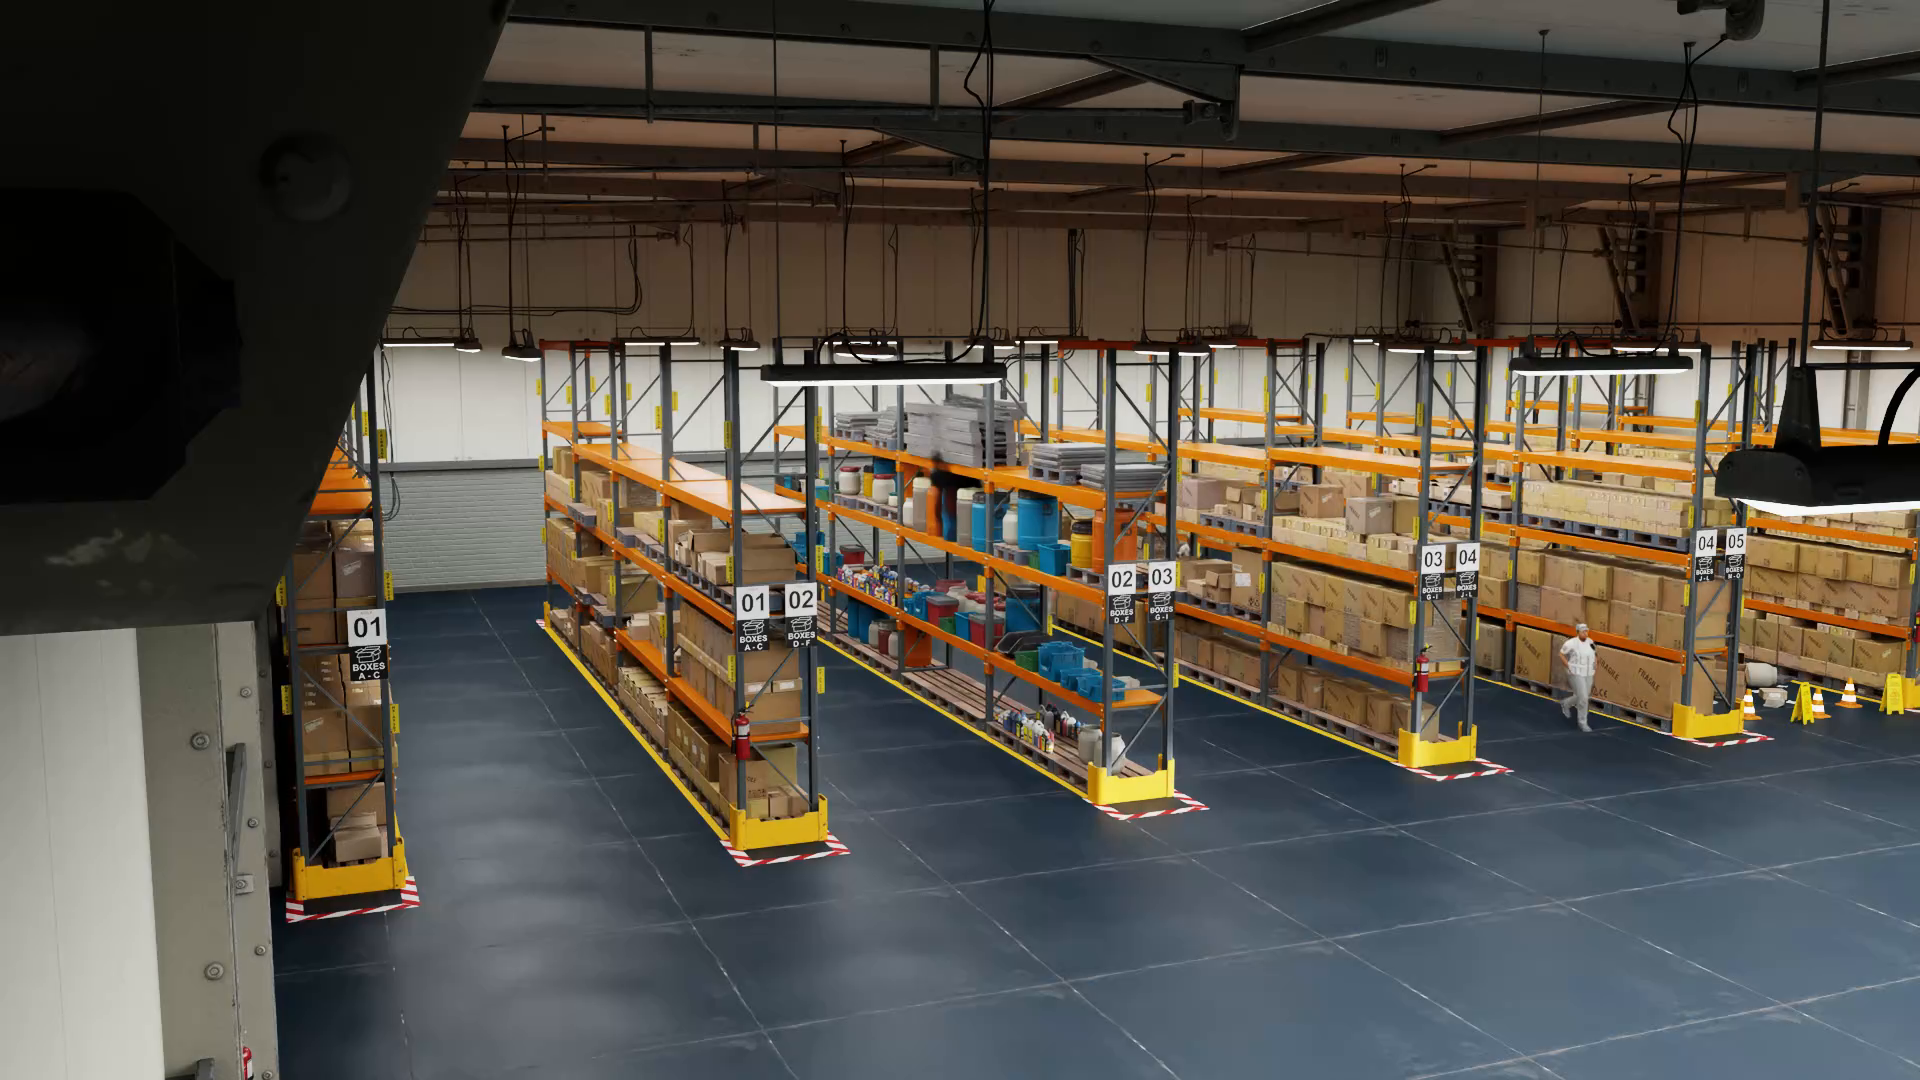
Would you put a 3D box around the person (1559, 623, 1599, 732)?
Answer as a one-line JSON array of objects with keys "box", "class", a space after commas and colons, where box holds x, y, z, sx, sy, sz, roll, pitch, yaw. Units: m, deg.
[{"box": [9.745, 2.126, 26.180, 0.595, 1.673, 0.808, -2, 8, -17], "class": "person"}]

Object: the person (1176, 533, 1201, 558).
[{"box": [5.188, 0.662, 37.233, 0.559, 1.667, 0.583, -3, 8, -20], "class": "person"}]

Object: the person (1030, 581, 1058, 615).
[{"box": [1.636, 1.296, 32.377, 0.560, 1.627, 0.672, -2, 8, -16], "class": "person"}]

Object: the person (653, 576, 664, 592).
[{"box": [-6.519, 0.818, 35.627, 1.000, 1.774, 0.675, 4, 8, 28], "class": "person"}]
